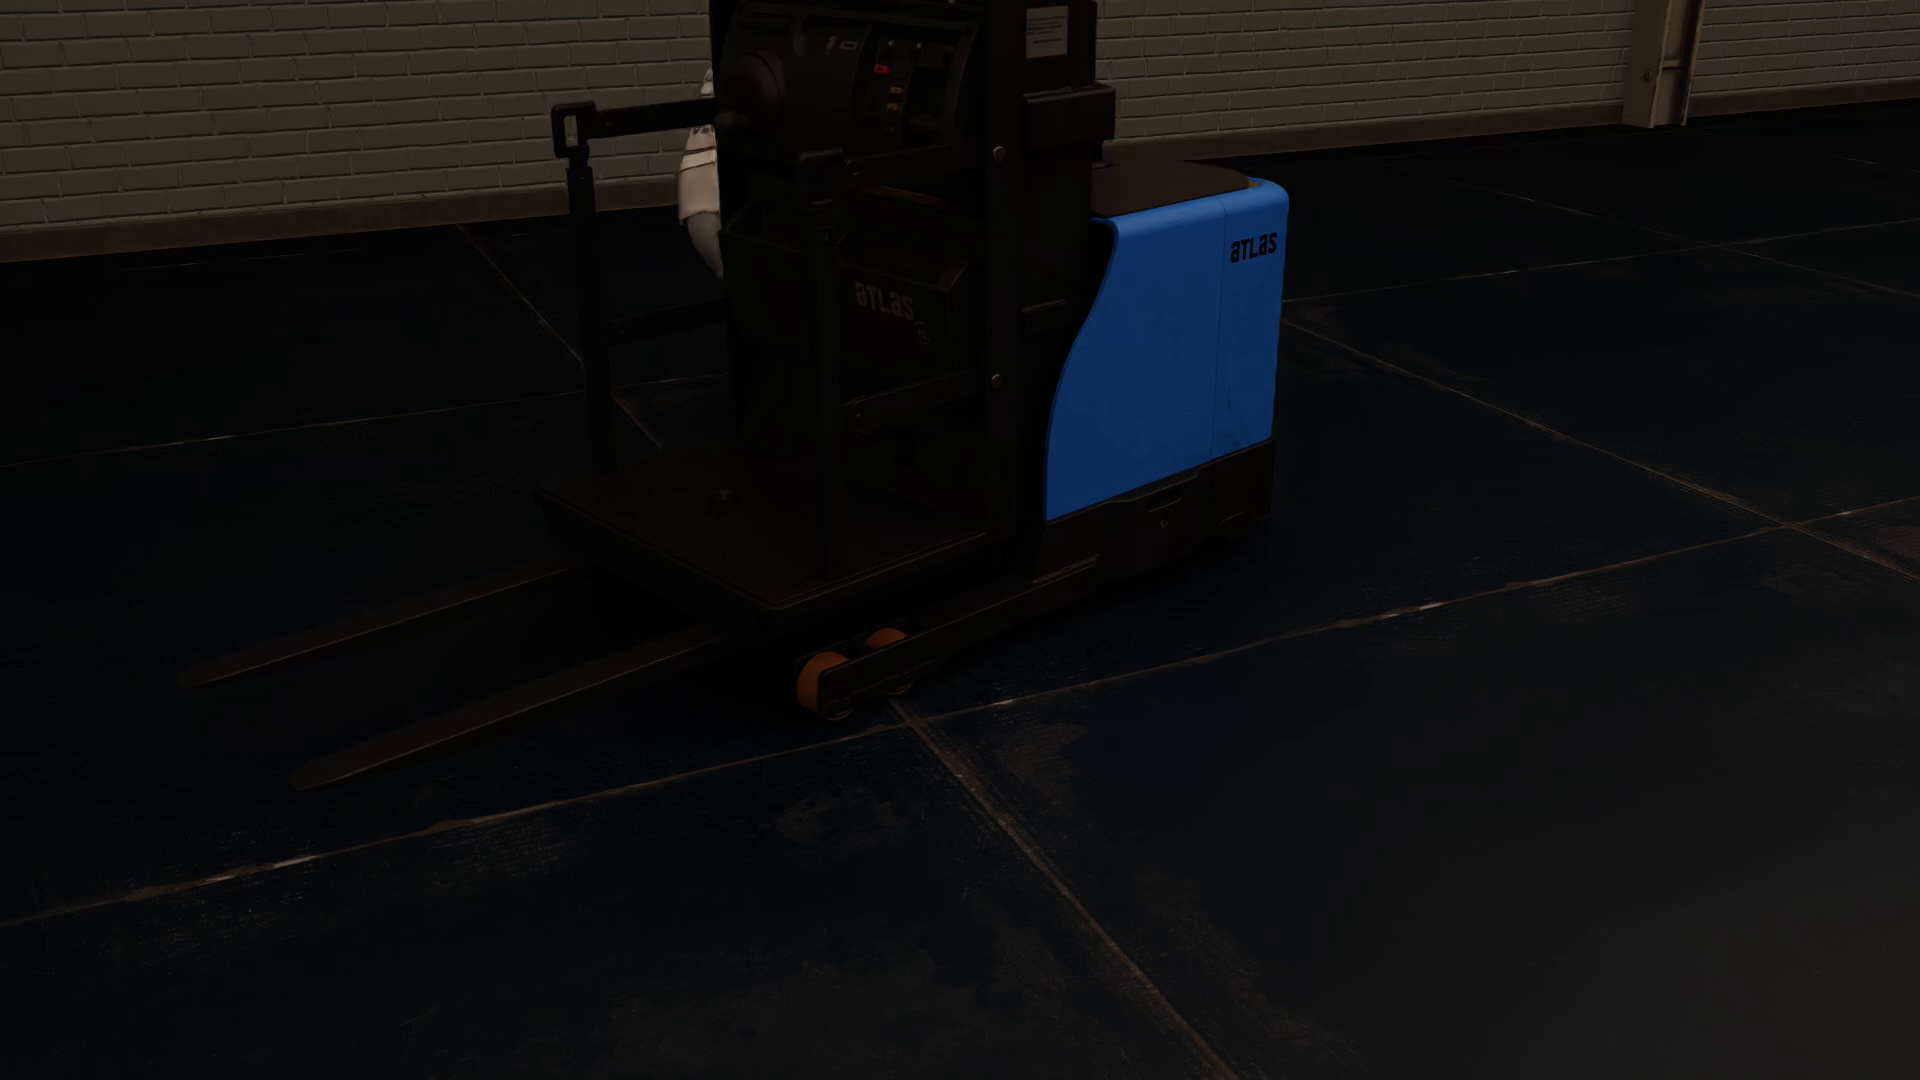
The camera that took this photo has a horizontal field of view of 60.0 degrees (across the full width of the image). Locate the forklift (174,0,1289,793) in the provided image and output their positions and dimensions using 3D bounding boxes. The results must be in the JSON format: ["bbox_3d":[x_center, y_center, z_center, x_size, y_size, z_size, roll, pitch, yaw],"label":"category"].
[{"bbox_3d":[-0.452,-1.138,4.025,3.031,2.935,1.130,-20,30,-39],"label":"forklift"}]

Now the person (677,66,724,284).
[{"bbox_3d":[-0.549,-1.227,6.093,1.000,1.516,0.935,13,26,28],"label":"person"}]
